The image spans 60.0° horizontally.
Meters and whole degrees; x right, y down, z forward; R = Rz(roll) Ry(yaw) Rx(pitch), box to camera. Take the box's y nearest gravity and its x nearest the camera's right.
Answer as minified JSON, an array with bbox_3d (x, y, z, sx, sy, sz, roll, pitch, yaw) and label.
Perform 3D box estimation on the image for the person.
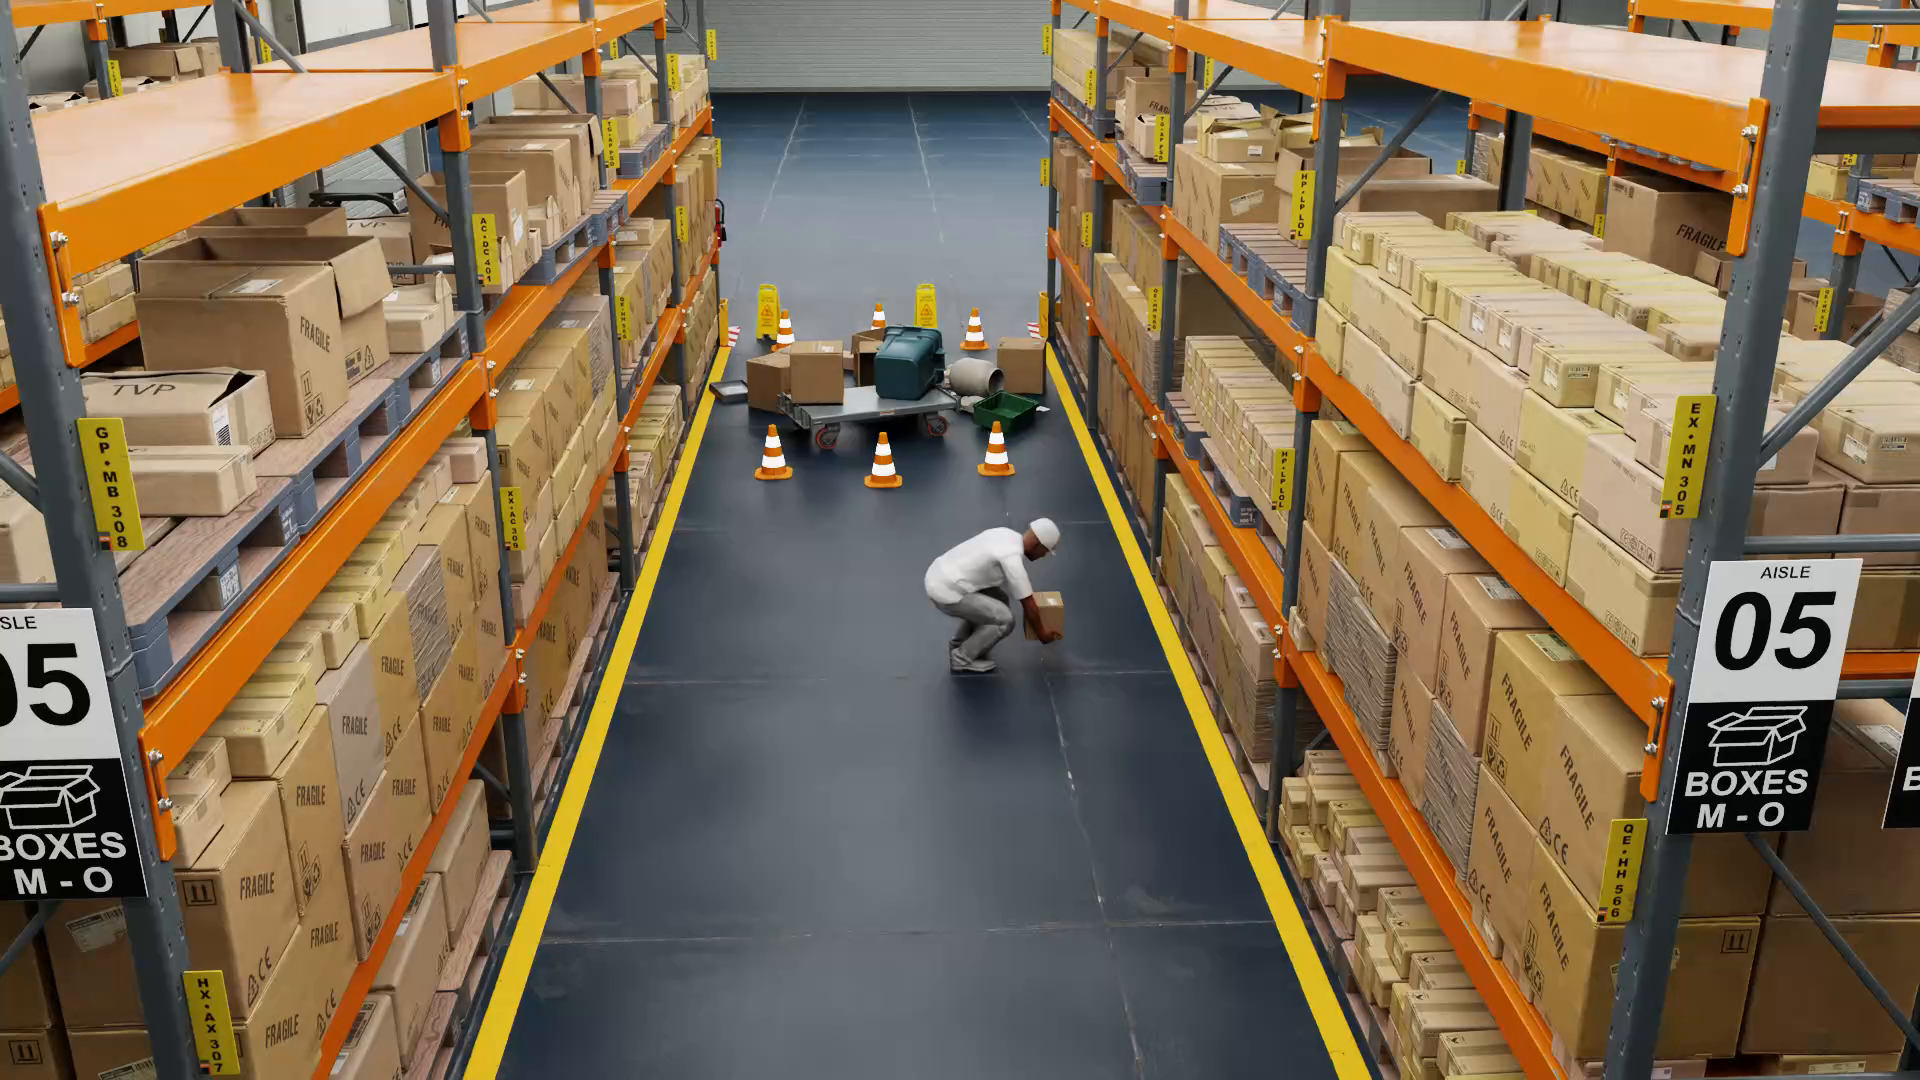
[{"bbox_3d":[0.220,0.349,11.201,0.920,1.007,0.532,-2,20,-5],"label":"person"}]
